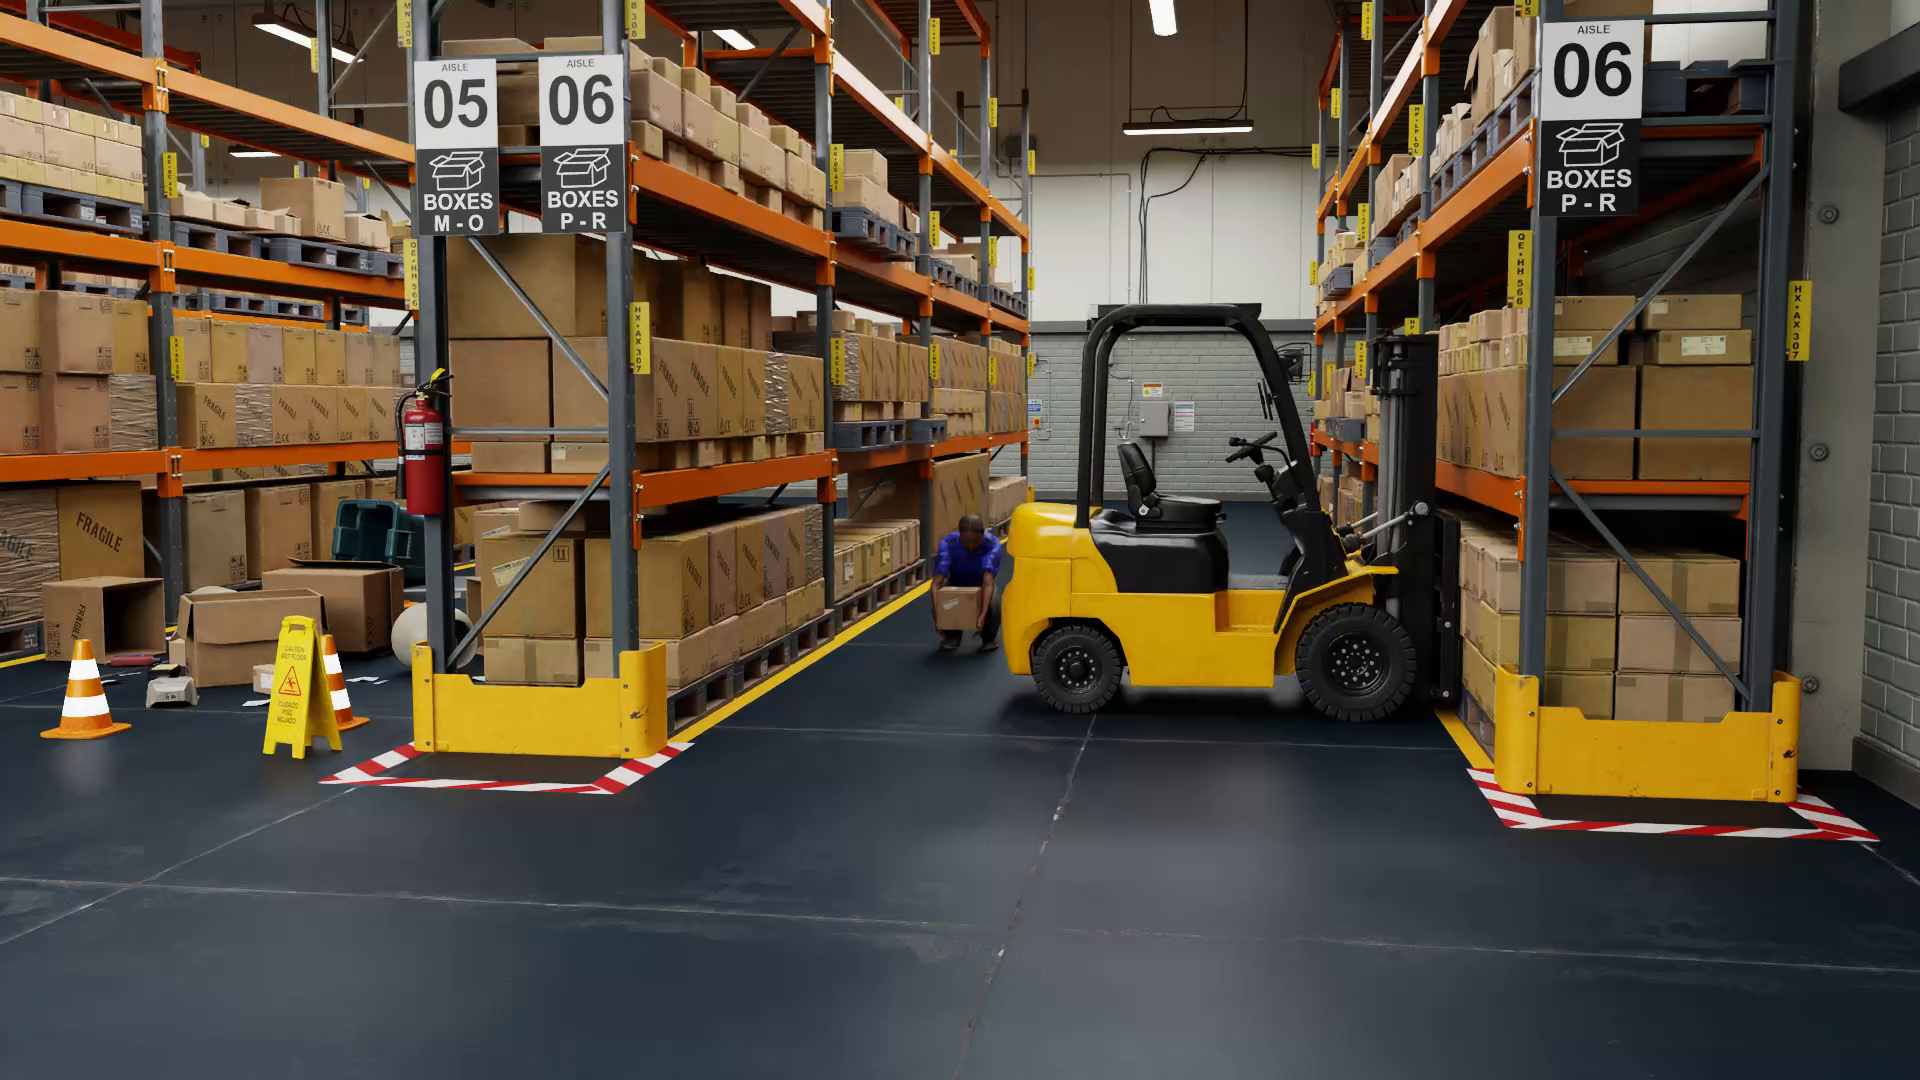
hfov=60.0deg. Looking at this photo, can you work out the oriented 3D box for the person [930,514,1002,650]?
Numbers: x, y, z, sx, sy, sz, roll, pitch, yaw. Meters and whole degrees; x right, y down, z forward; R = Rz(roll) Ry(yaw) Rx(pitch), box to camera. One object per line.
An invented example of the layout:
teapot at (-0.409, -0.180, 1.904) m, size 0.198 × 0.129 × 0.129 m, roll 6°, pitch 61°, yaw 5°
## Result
person at (0.051, 0.283, 11.041) m, size 0.470 × 0.935 × 0.843 m, roll 1°, pitch 5°, yaw 8°
